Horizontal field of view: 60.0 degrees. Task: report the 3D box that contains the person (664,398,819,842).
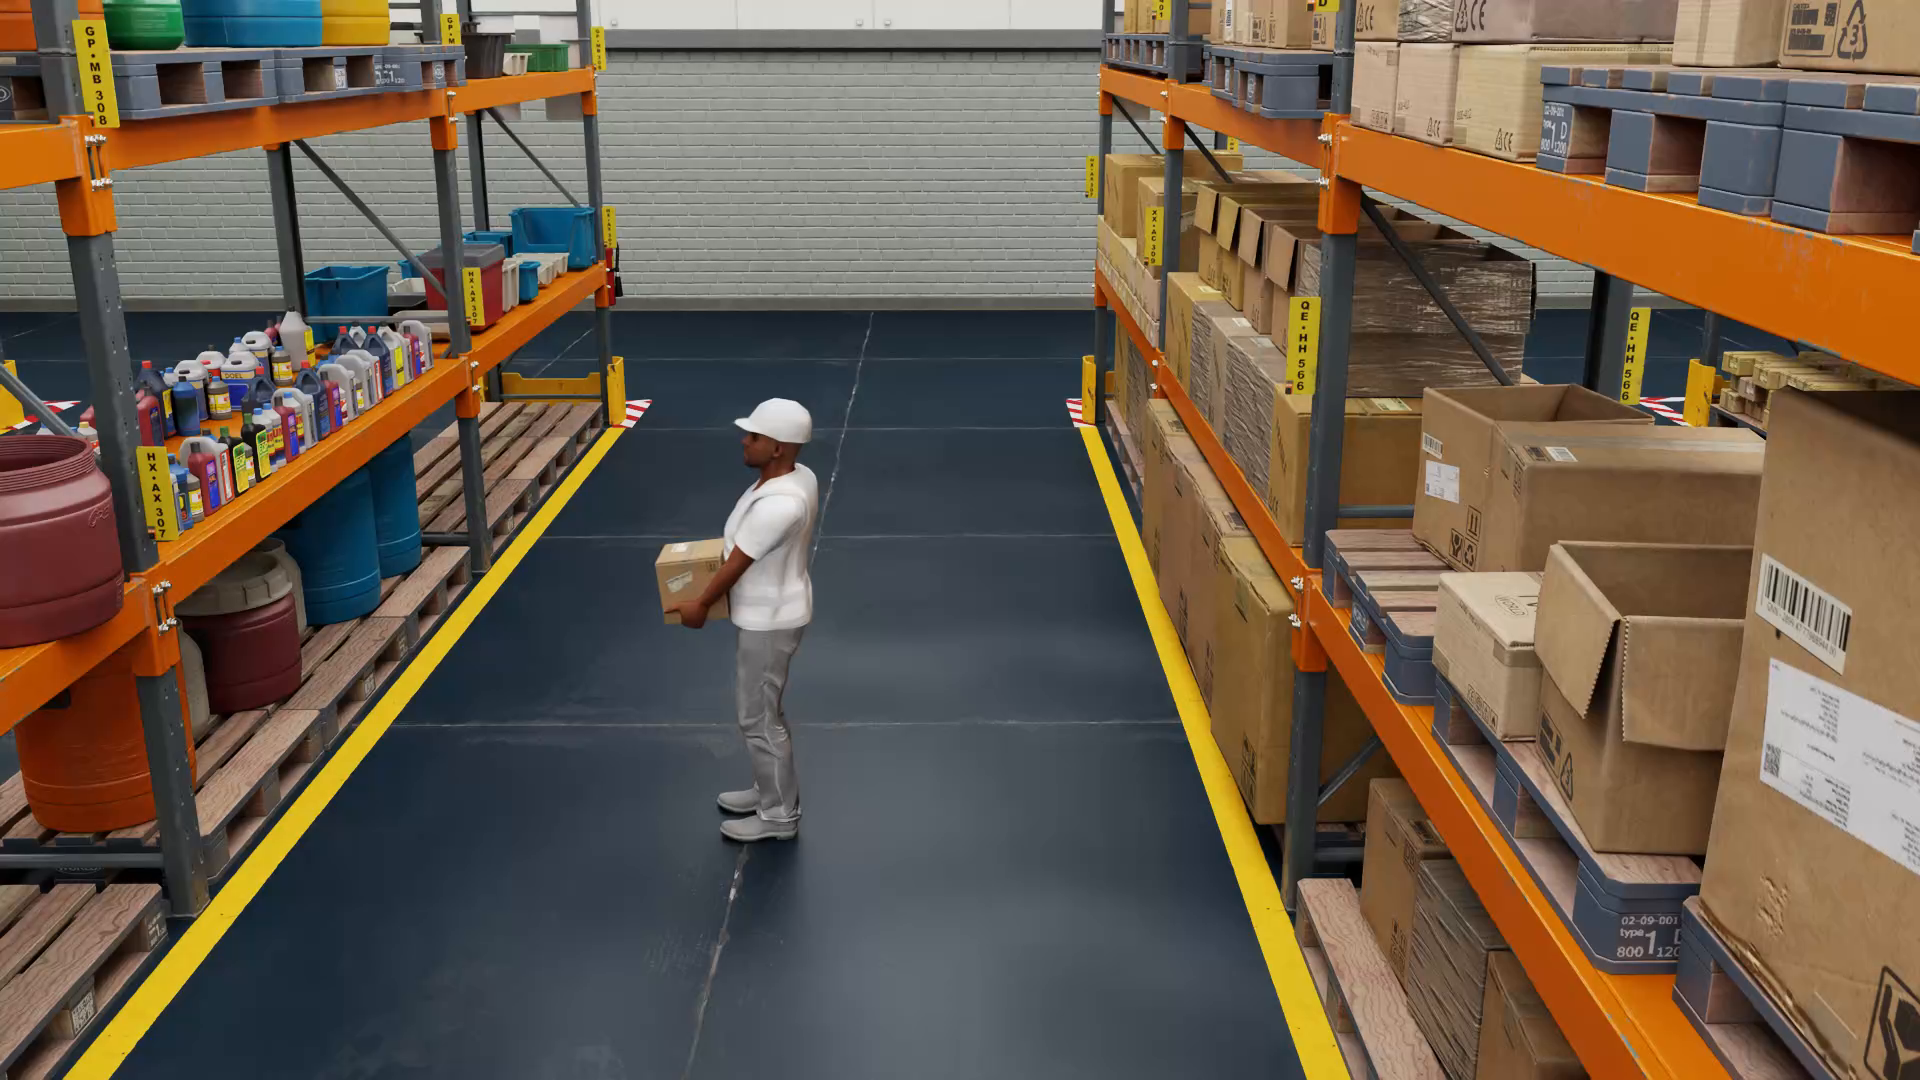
[{"bbox_3d":[-0.843,0.309,6.504,0.587,1.761,0.502,0,17,-1],"label":"person"}]
